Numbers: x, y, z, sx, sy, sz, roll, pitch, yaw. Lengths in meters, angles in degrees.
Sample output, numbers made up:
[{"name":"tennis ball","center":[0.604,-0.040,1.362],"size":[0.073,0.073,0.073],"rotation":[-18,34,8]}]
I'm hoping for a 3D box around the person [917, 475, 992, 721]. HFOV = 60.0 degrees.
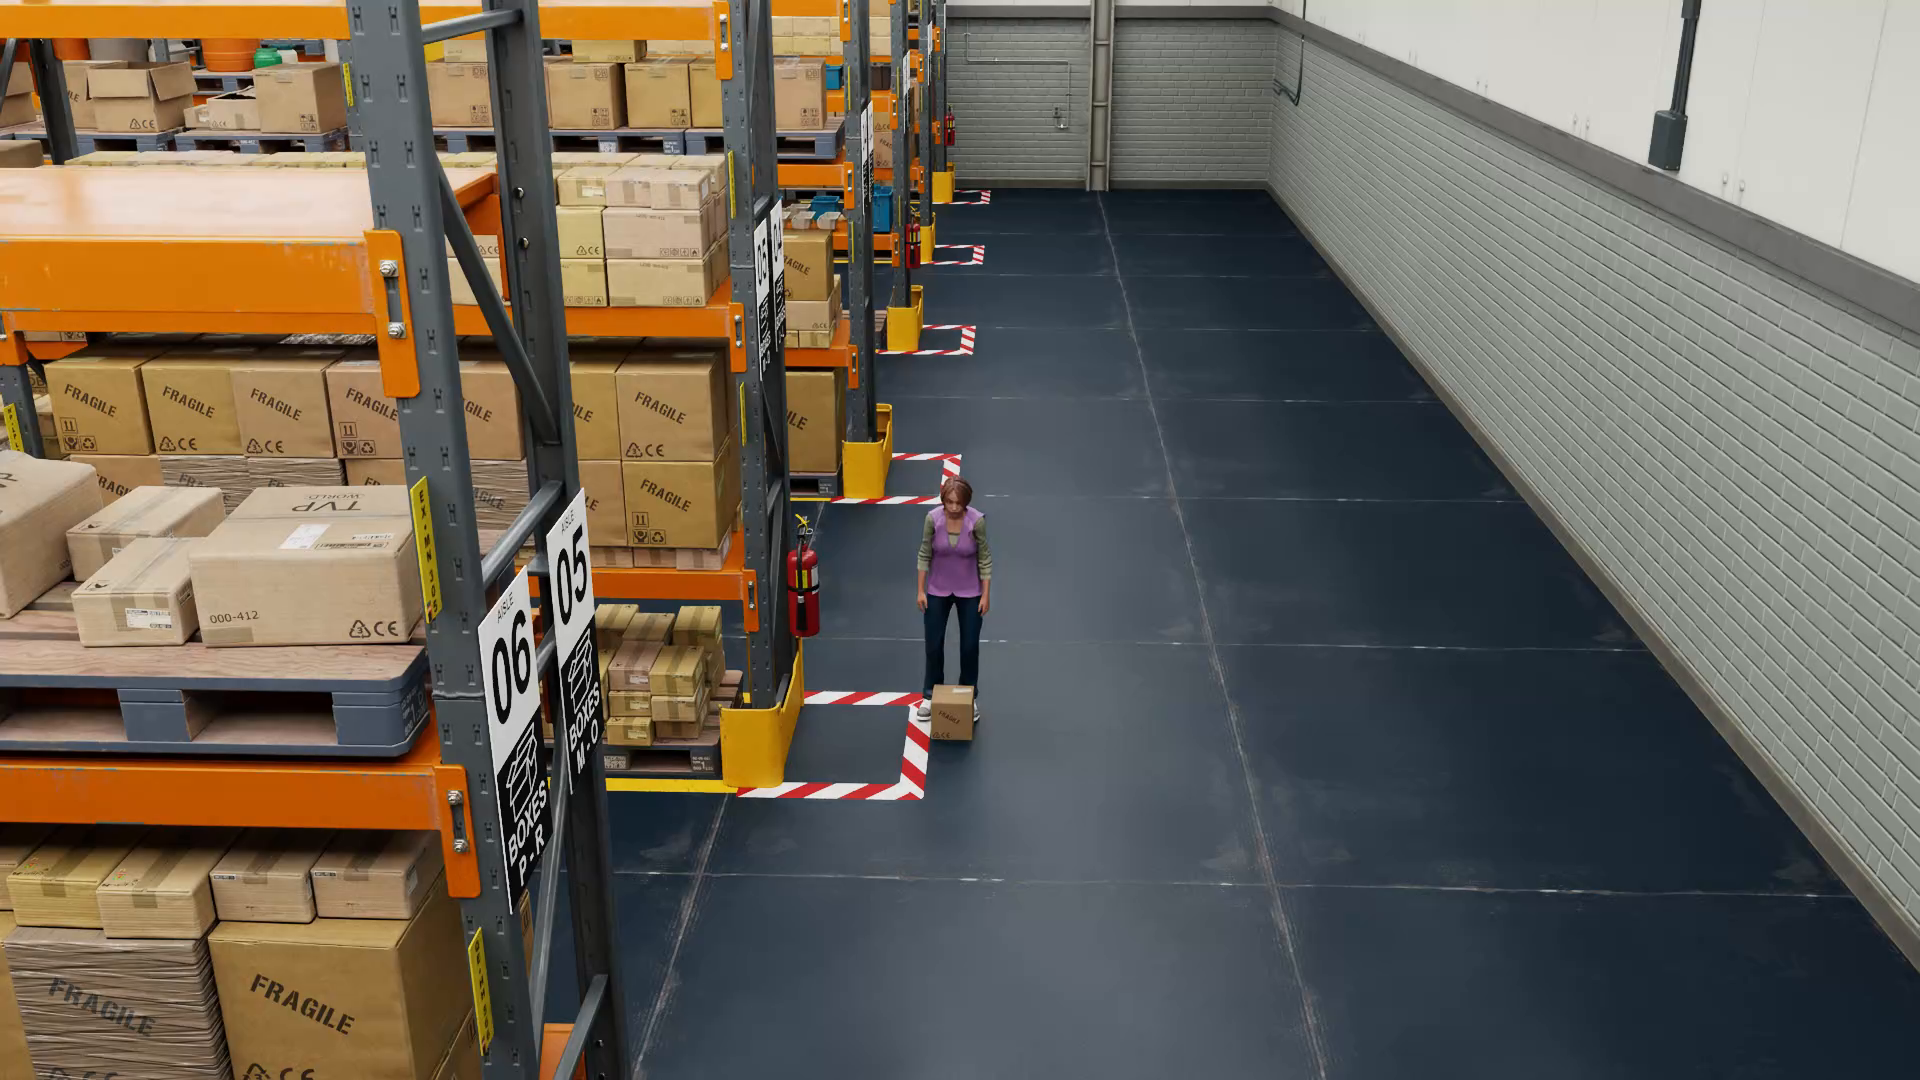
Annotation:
[{"name":"person","center":[-0.035,0.345,10.205],"size":[0.459,1.591,0.348],"rotation":[2,21,5]}]
